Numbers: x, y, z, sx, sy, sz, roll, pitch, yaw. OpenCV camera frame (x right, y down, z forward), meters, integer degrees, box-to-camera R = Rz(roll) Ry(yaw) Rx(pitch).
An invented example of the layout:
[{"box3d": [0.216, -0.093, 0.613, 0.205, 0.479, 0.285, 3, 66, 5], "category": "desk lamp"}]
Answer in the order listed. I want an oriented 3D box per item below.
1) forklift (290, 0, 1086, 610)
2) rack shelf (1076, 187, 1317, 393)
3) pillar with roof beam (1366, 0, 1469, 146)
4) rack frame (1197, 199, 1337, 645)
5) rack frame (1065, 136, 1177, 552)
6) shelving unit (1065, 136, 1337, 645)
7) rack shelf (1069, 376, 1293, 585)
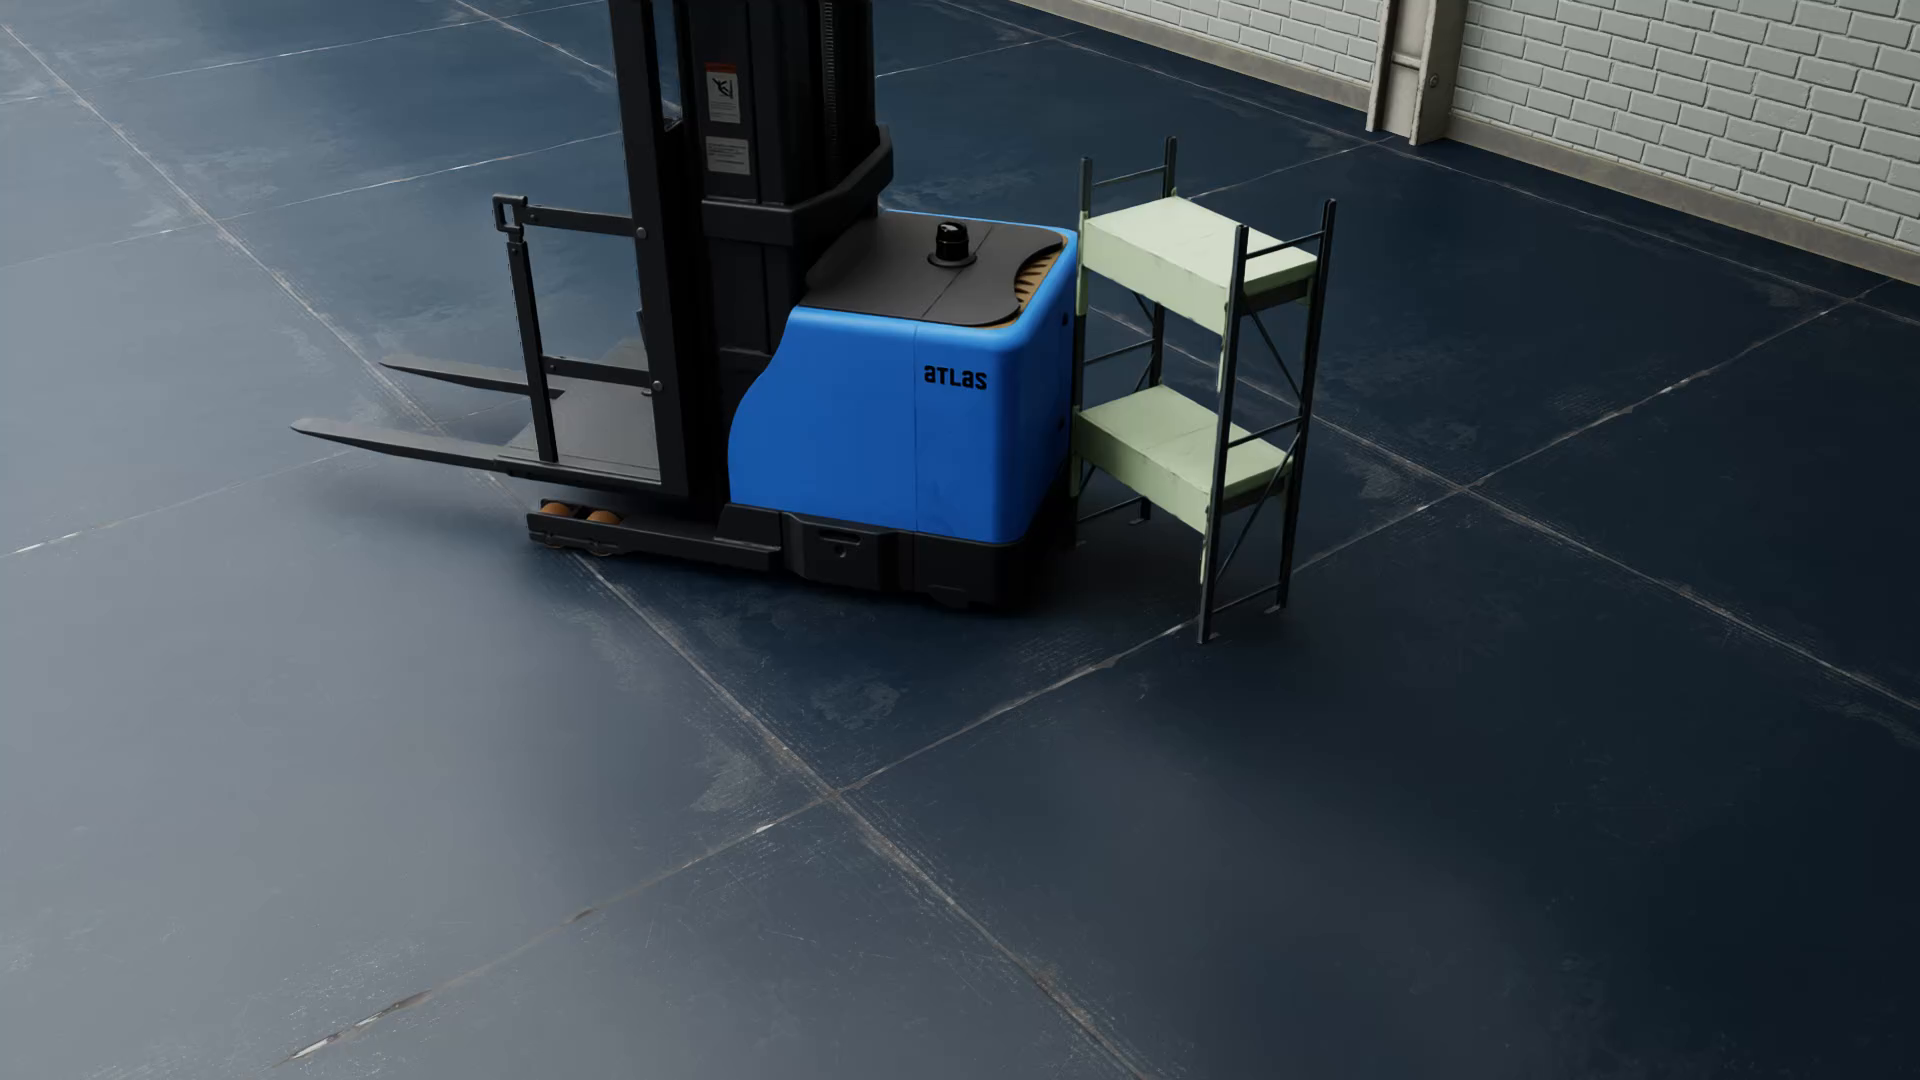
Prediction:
[{"box3d": [-1.095, -1.440, 5.791, 3.031, 2.935, 1.130, 9, 33, 14], "category": "forklift"}, {"box3d": [0.771, -0.833, 5.430, 0.431, 0.370, 0.720, -20, 37, -29], "category": "rack shelf"}, {"box3d": [-0.631, -4.958, 5.704, 9.100, 9.000, 0.400, -22, 38, -31], "category": "pillar with roof beam"}, {"box3d": [0.981, -0.343, 5.381, 0.400, 1.500, 0.023, -20, 37, -29], "category": "rack frame"}, {"box3d": [0.560, -0.659, 5.890, 0.400, 1.500, 0.023, -20, 37, -29], "category": "rack frame"}, {"box3d": [0.771, -0.501, 5.636, 0.431, 1.500, 0.755, -20, 37, -29], "category": "shelving unit"}, {"box3d": [0.771, -0.224, 5.808, 0.431, 0.370, 0.720, -20, 37, -29], "category": "rack shelf"}]
